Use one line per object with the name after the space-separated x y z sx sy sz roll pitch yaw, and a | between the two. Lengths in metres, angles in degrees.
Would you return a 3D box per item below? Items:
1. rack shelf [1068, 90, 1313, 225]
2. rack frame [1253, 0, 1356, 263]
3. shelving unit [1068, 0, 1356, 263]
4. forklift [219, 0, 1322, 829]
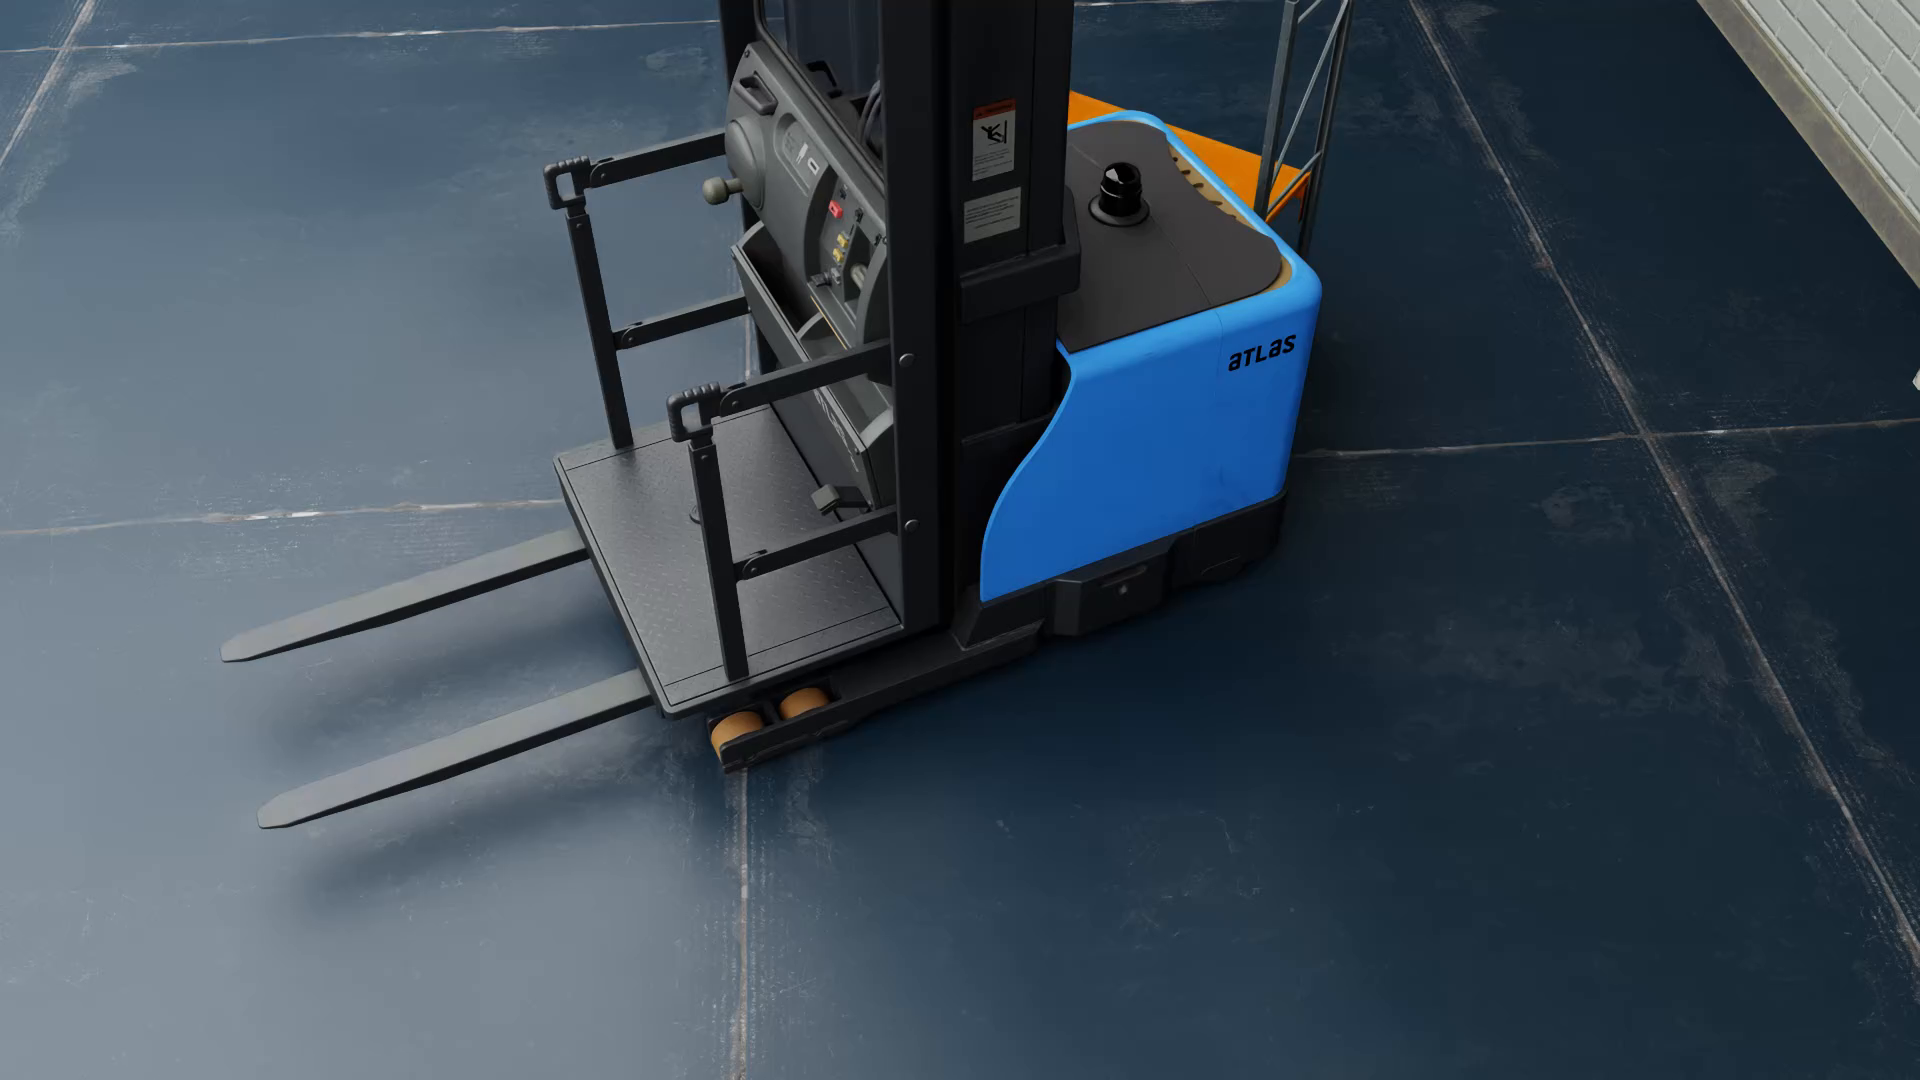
0.624 -1.198 5.600 1.000 0.185 0.538 26 52 22 | rack shelf
1.048 -1.119 5.277 0.032 1.500 0.500 26 52 22 | rack frame
0.631 -1.318 5.465 1.083 1.500 0.587 26 52 22 | shelving unit
-0.567 -0.811 3.999 3.031 2.935 1.130 -19 49 -17 | forklift
